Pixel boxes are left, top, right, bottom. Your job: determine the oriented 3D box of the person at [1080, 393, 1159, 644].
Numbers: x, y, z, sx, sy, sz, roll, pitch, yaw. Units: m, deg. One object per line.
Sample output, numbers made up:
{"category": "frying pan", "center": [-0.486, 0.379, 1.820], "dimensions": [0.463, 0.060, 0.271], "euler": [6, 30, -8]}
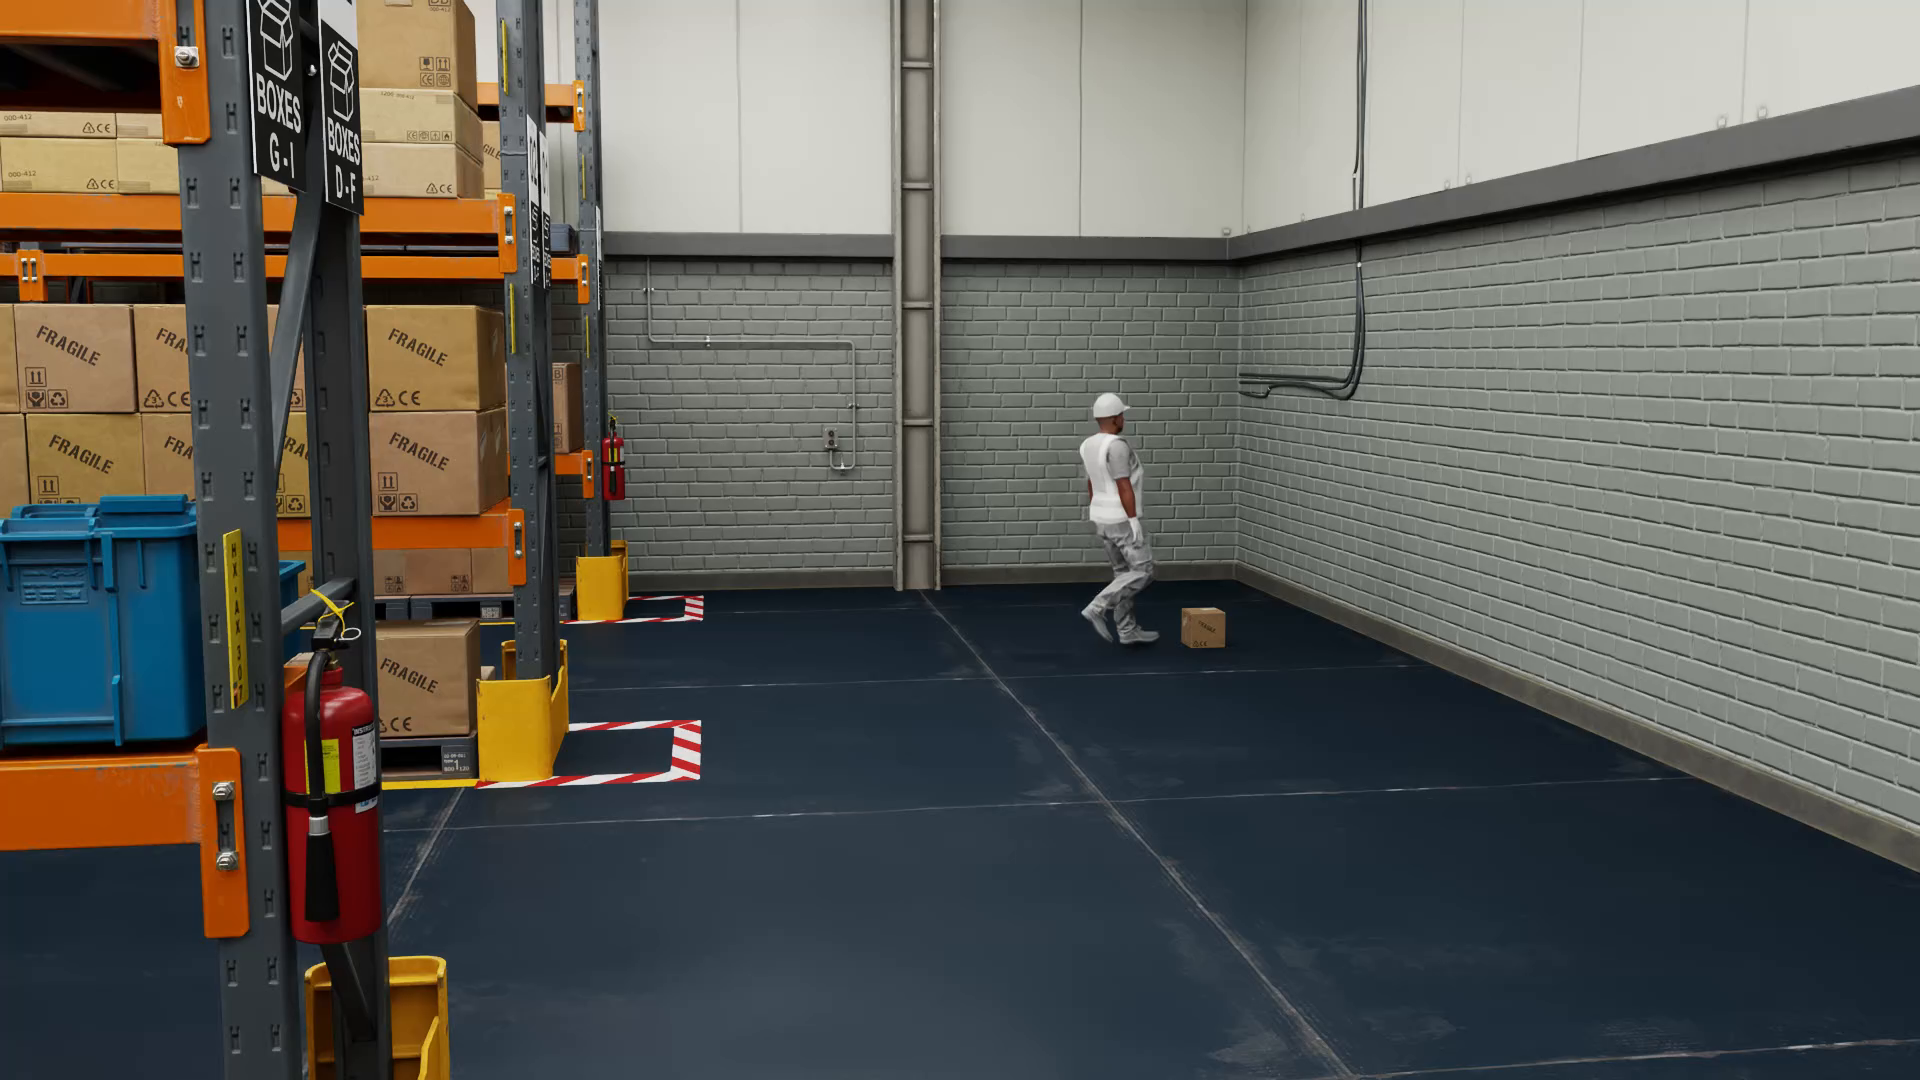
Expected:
{"category": "person", "center": [1.127, -0.135, 11.616], "dimensions": [0.697, 1.774, 0.592], "euler": [-2, 7, -19]}
